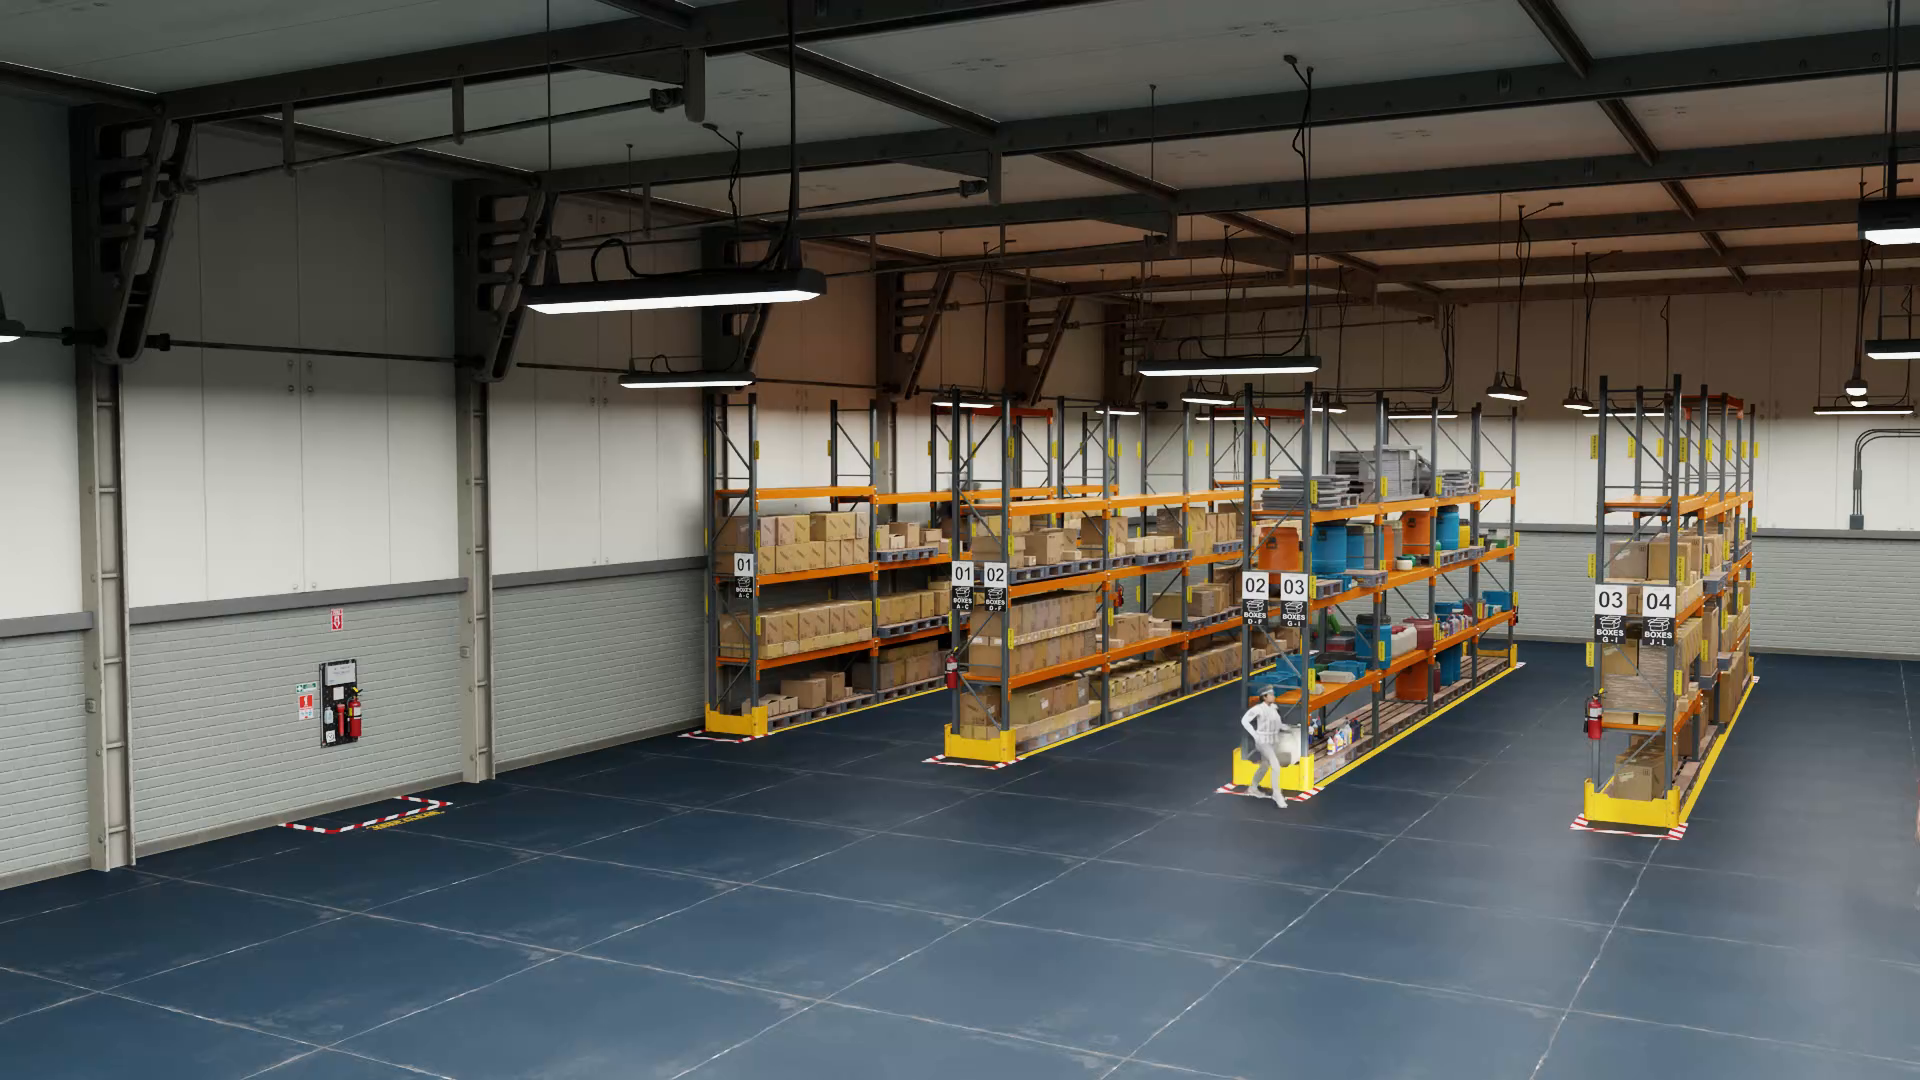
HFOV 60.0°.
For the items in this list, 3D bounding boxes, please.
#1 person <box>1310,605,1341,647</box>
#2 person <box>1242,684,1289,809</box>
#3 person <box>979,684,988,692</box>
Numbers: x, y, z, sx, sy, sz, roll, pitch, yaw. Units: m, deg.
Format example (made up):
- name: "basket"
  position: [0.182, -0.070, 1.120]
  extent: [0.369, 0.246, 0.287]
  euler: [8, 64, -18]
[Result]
- name: "person"
  position: [9.170, 1.856, 41.512]
  extent: [1.038, 1.738, 0.675]
  euler: [2, 4, 32]
- name: "person"
  position: [4.299, 2.884, 23.428]
  extent: [0.603, 1.731, 0.741]
  euler: [-3, 4, -45]
- name: "person"
  position: [0.658, 2.437, 31.166]
  extent: [0.665, 1.776, 0.755]
  euler: [1, 3, 23]
